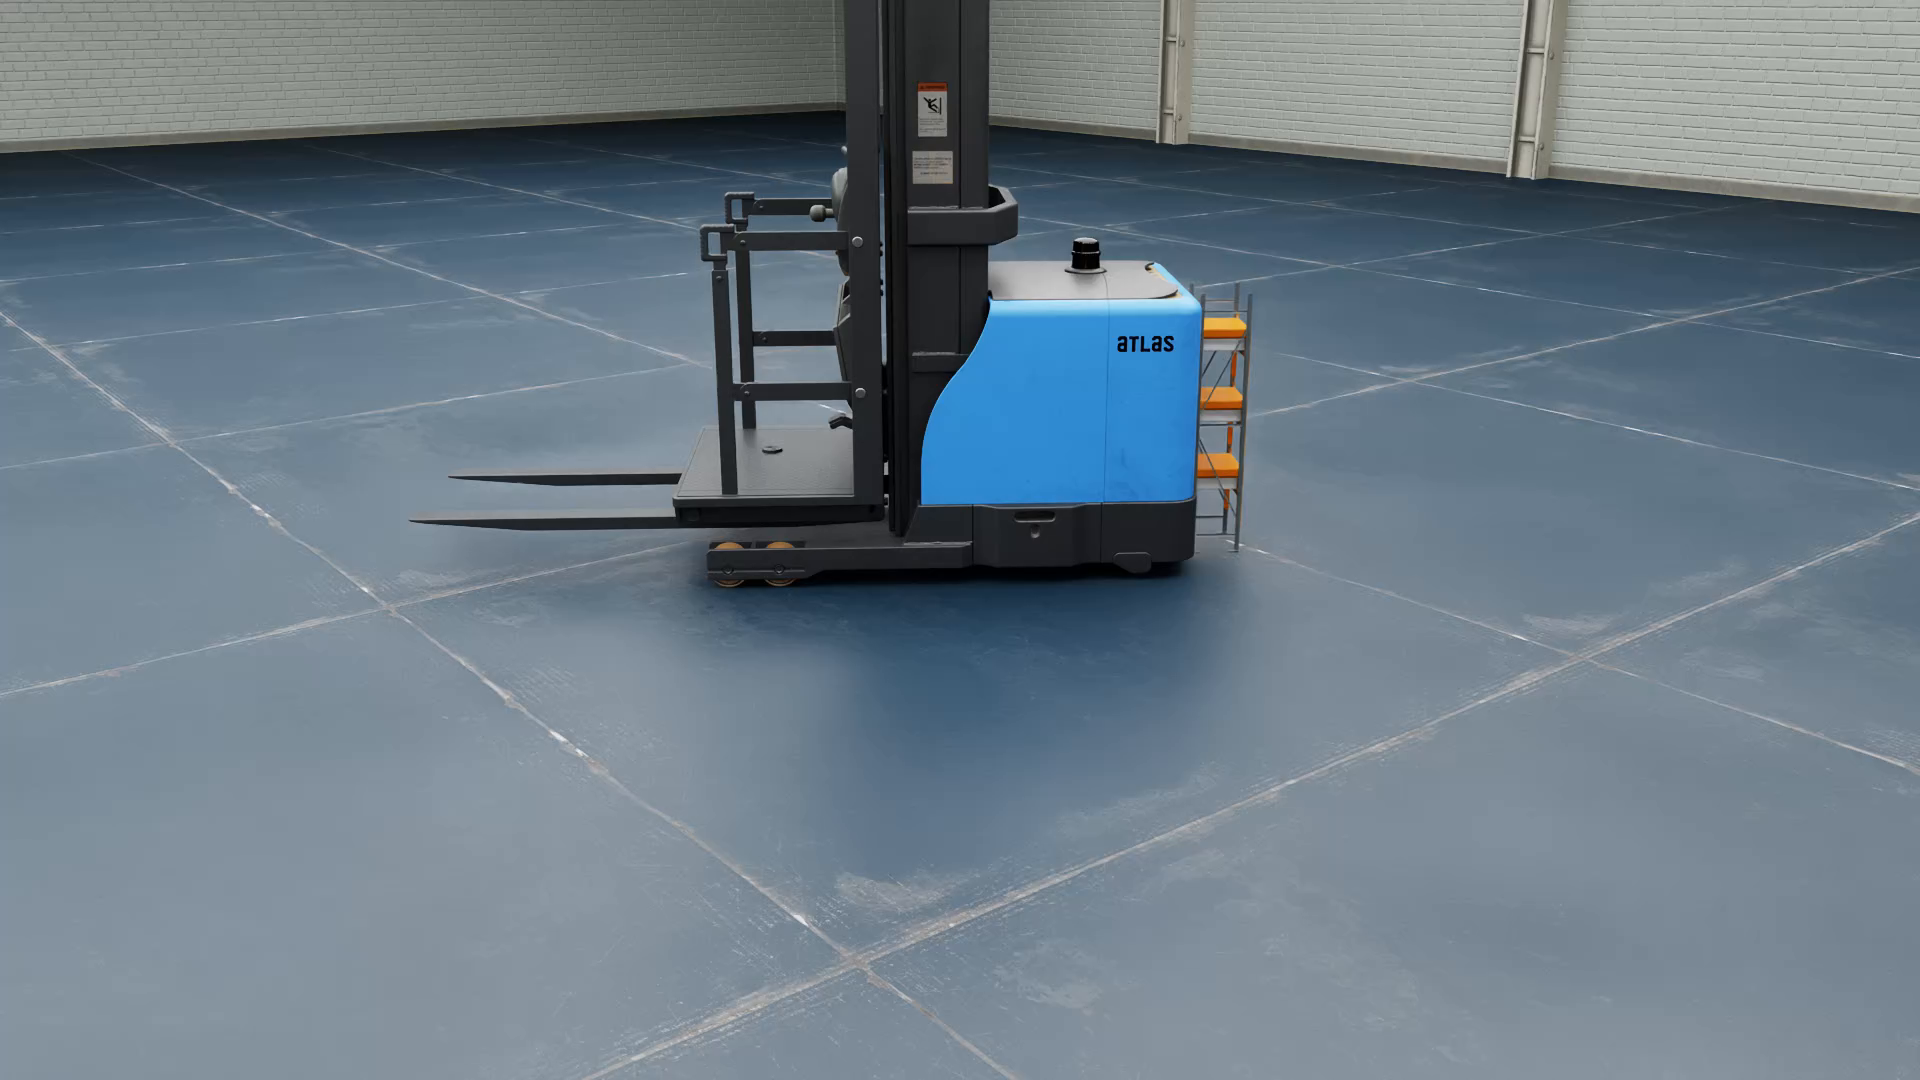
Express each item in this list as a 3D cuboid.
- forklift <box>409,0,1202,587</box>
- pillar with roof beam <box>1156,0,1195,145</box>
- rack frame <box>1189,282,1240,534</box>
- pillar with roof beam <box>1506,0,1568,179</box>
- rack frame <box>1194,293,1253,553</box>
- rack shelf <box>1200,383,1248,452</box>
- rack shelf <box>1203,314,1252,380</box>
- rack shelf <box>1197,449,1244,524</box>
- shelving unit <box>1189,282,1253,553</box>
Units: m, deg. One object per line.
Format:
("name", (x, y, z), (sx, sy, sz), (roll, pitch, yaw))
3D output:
("forklift", (-0.622, -1.383, 6.375), (3.031, 2.935, 1.130), (-1, 18, -2))
("pillar with roof beam", (-0.234, -9.298, 20.627), (9.100, 9.000, 0.400), (-14, 23, -36))
("rack frame", (1.013, -0.525, 6.778), (0.200, 1.050, 0.008), (-1, 18, -2))
("pillar with roof beam", (3.491, -7.820, 16.162), (9.100, 9.000, 0.400), (-14, 23, -36))
("rack frame", (1.024, -0.448, 6.546), (0.200, 1.050, 0.008), (-1, 18, -2))
("rack shelf", (1.019, -0.477, 6.665), (0.215, 0.259, 0.240), (-1, 18, -2))
("rack shelf", (1.019, -0.746, 6.576), (0.215, 0.259, 0.240), (-1, 18, -2))
("rack shelf", (1.019, -0.213, 6.753), (0.215, 0.259, 0.240), (-1, 18, -2))
("shelving unit", (1.019, -0.487, 6.662), (0.215, 1.050, 0.252), (-1, 18, -2))
